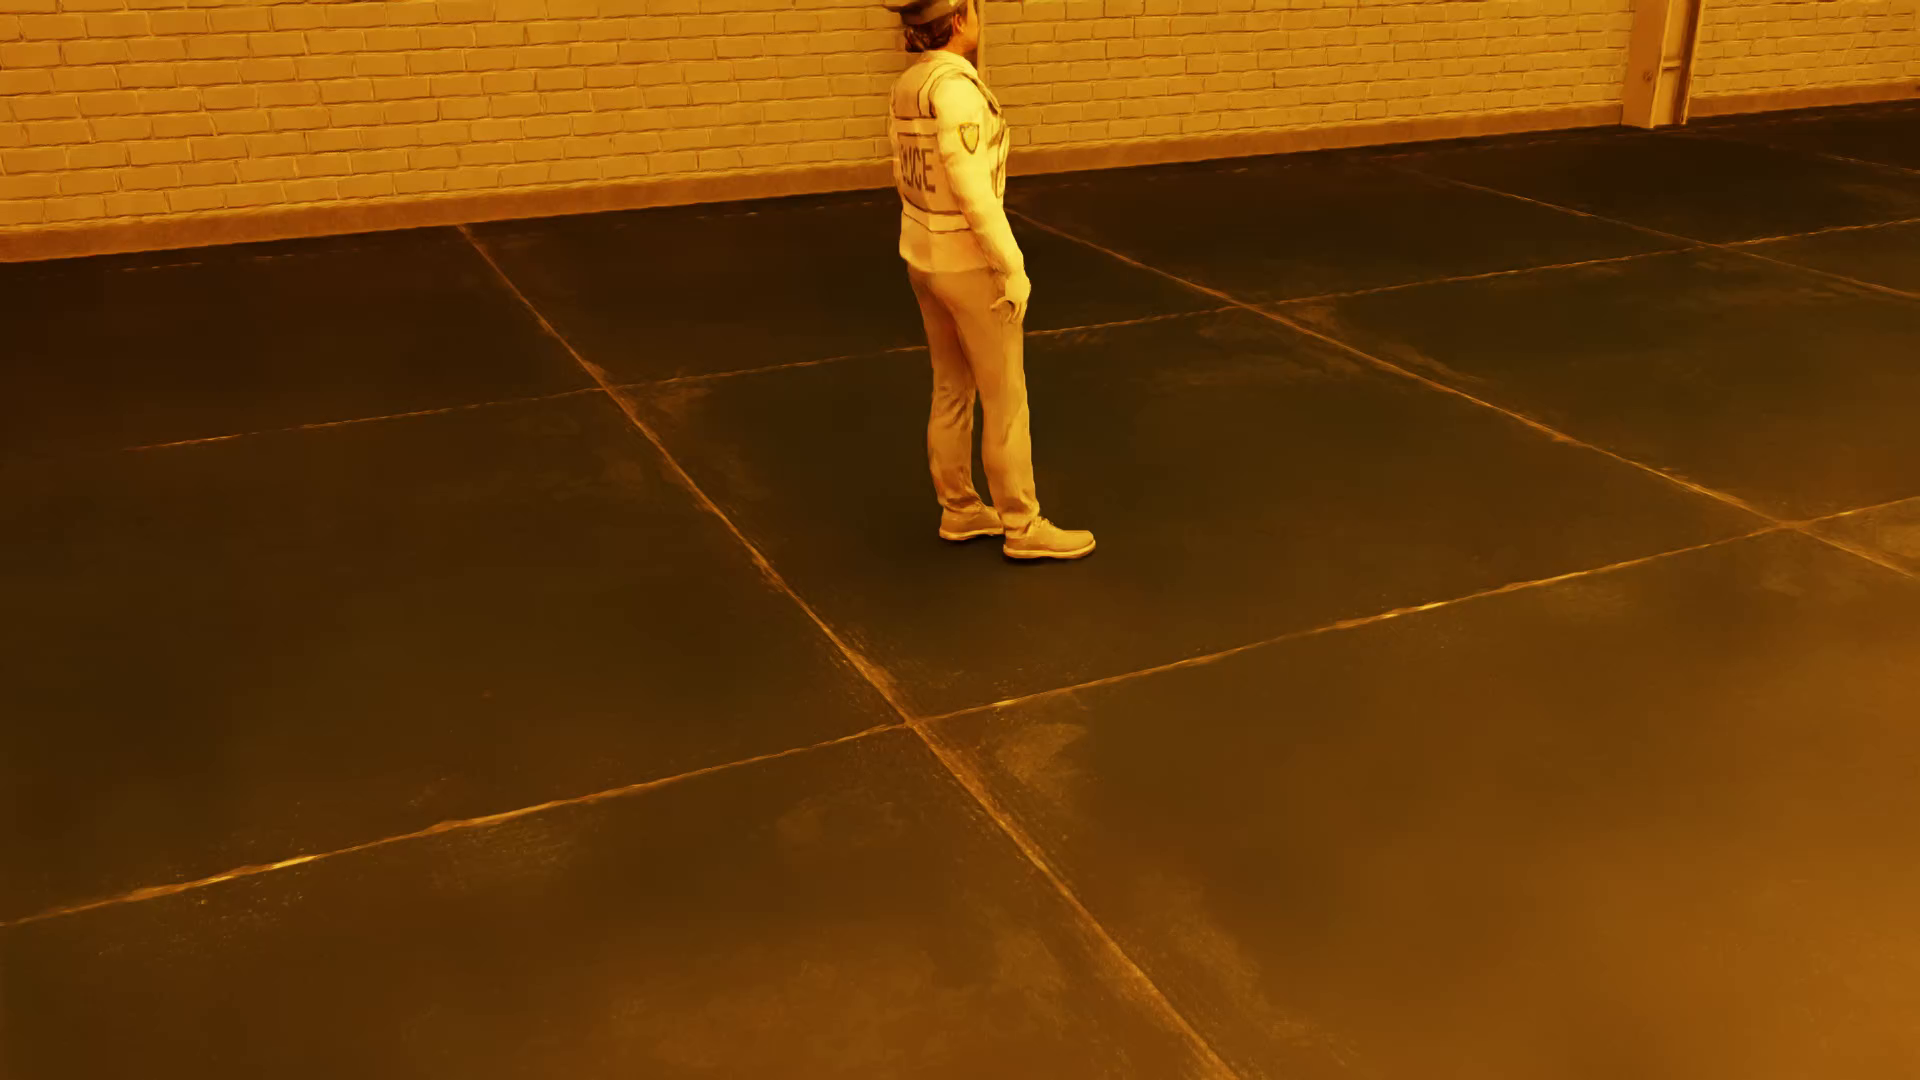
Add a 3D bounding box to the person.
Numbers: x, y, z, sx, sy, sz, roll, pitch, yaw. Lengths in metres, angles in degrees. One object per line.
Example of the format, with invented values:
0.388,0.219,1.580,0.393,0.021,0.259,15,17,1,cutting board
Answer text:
0.064,-0.798,4.799,0.532,1.695,0.586,-10,25,-23,person
